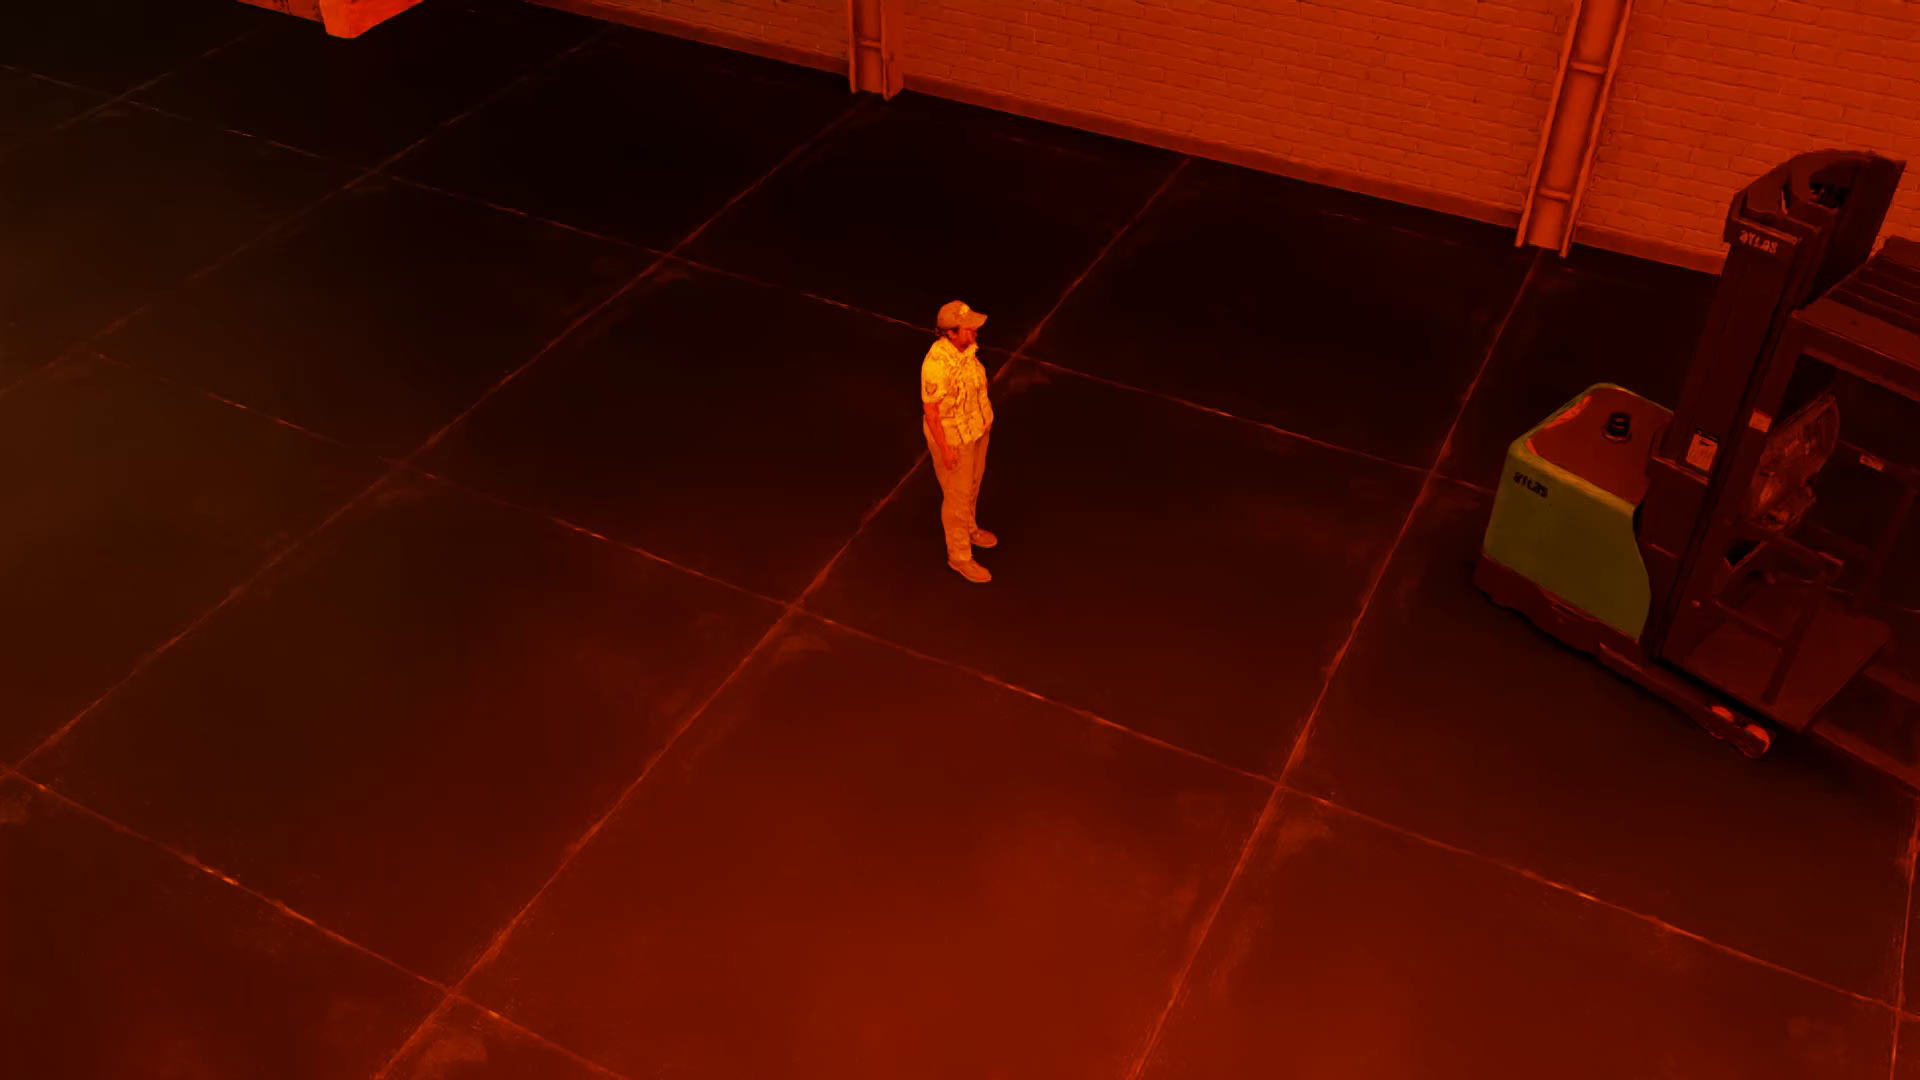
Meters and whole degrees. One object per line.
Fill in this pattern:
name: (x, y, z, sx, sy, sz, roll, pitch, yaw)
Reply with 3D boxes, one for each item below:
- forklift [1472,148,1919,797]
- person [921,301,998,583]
forklift: (4.405, -0.340, 8.390, 1.130, 2.935, 3.031, -31, 49, -31)
person: (0.058, -0.607, 9.678, 0.529, 1.669, 0.598, 18, 43, 21)
